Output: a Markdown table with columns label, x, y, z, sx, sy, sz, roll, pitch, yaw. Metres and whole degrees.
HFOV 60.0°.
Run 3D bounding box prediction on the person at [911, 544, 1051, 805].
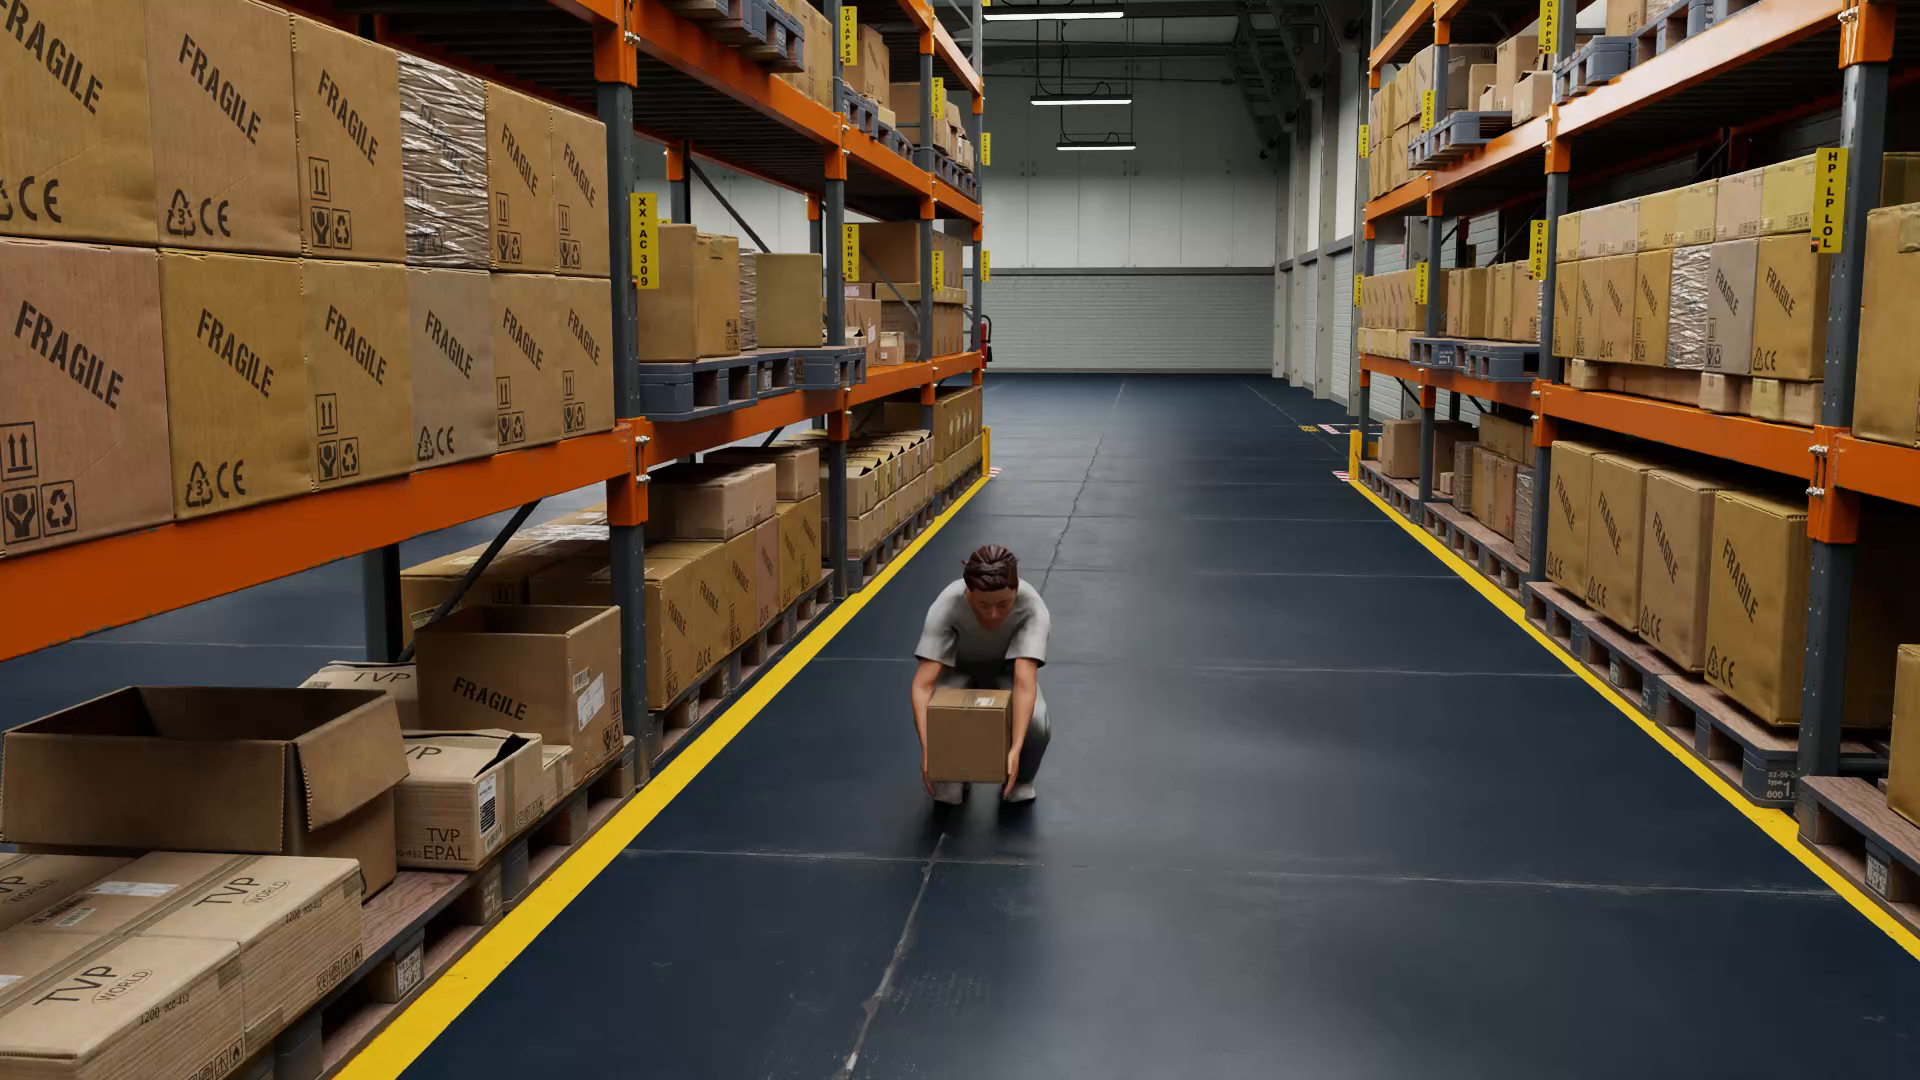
| label | x | y | z | sx | sy | sz | roll | pitch | yaw |
| --- | --- | --- | --- | --- | --- | --- | --- | --- | --- |
| person | 0.084 | 0.455 | 5.707 | 0.467 | 0.943 | 0.807 | 1 | 8 | 6 |
